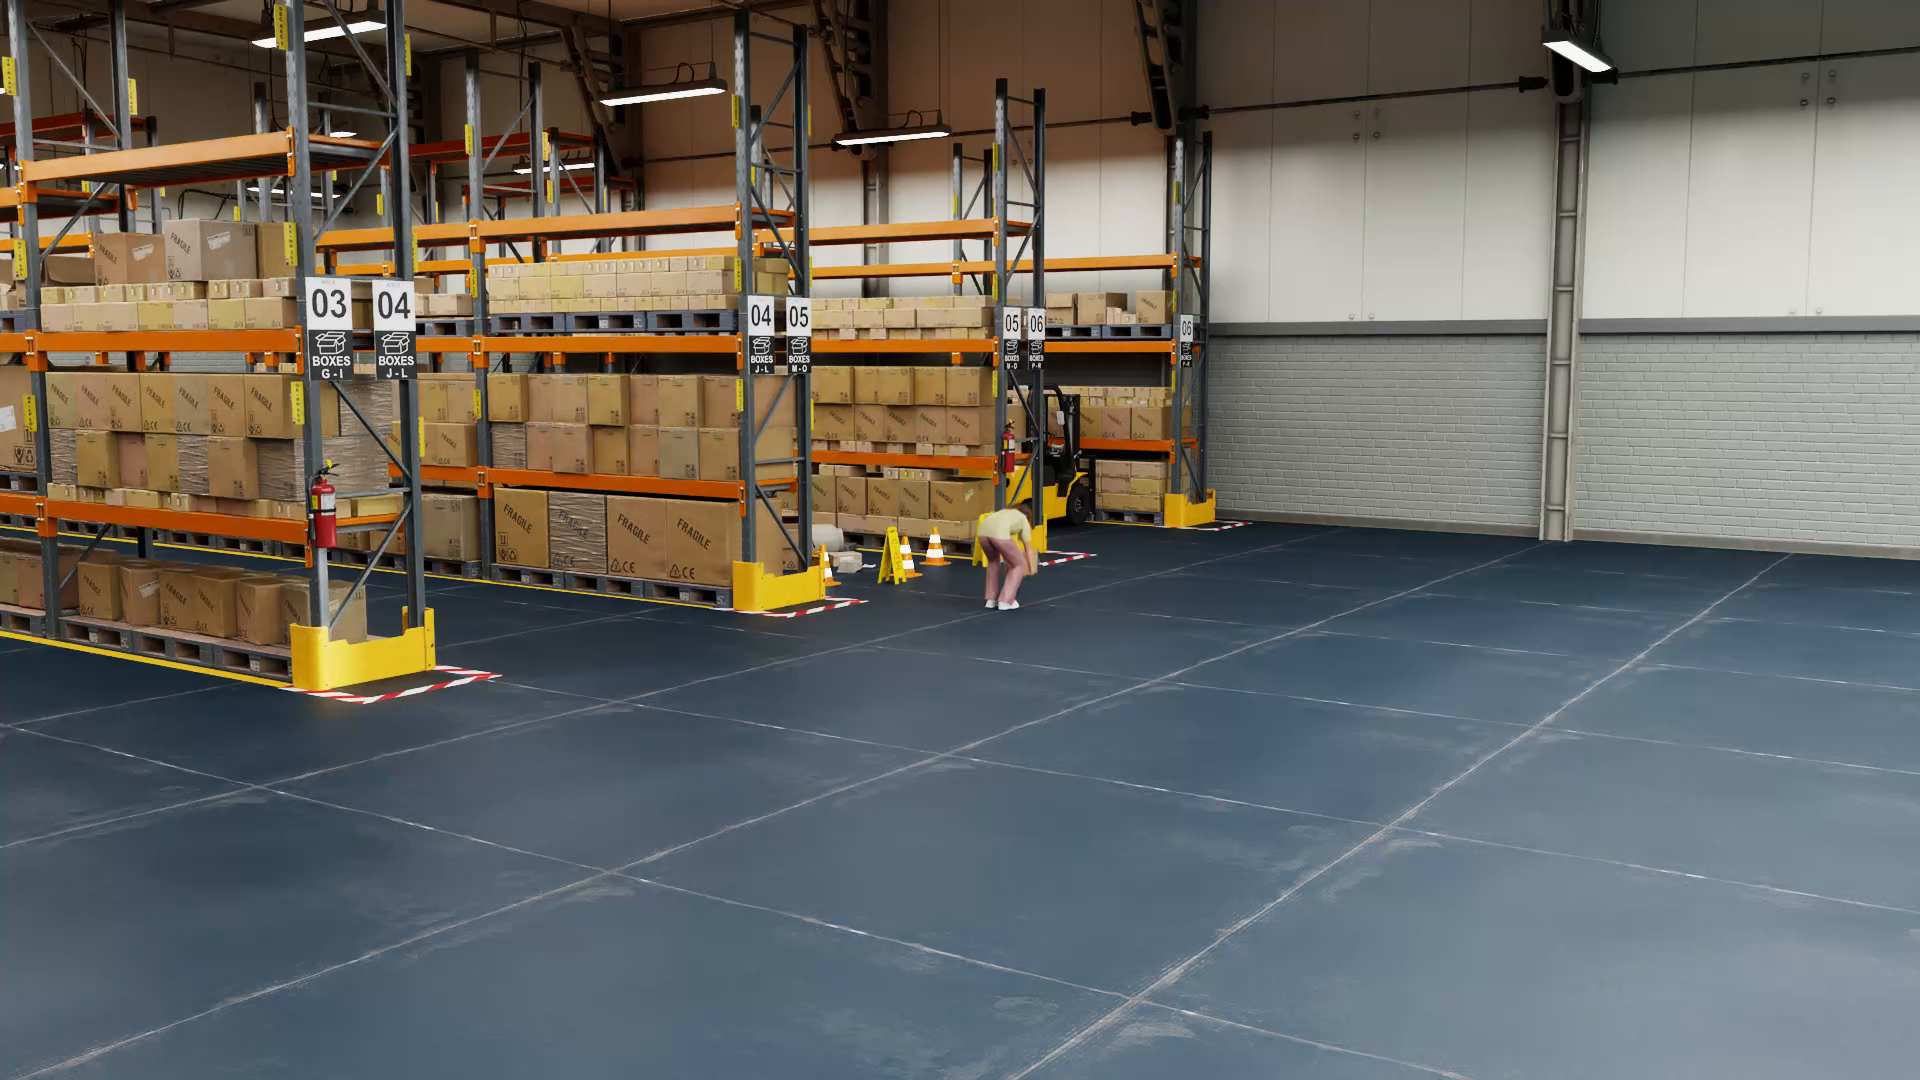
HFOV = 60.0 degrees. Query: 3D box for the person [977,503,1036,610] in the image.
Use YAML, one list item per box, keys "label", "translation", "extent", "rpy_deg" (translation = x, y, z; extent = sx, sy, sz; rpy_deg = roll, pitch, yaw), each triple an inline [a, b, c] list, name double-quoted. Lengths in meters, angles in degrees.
- label: "person"
  translation: [0.503, 0.158, 17.293]
  extent: [0.449, 1.069, 0.865]
  rpy_deg: [4, 7, 31]
